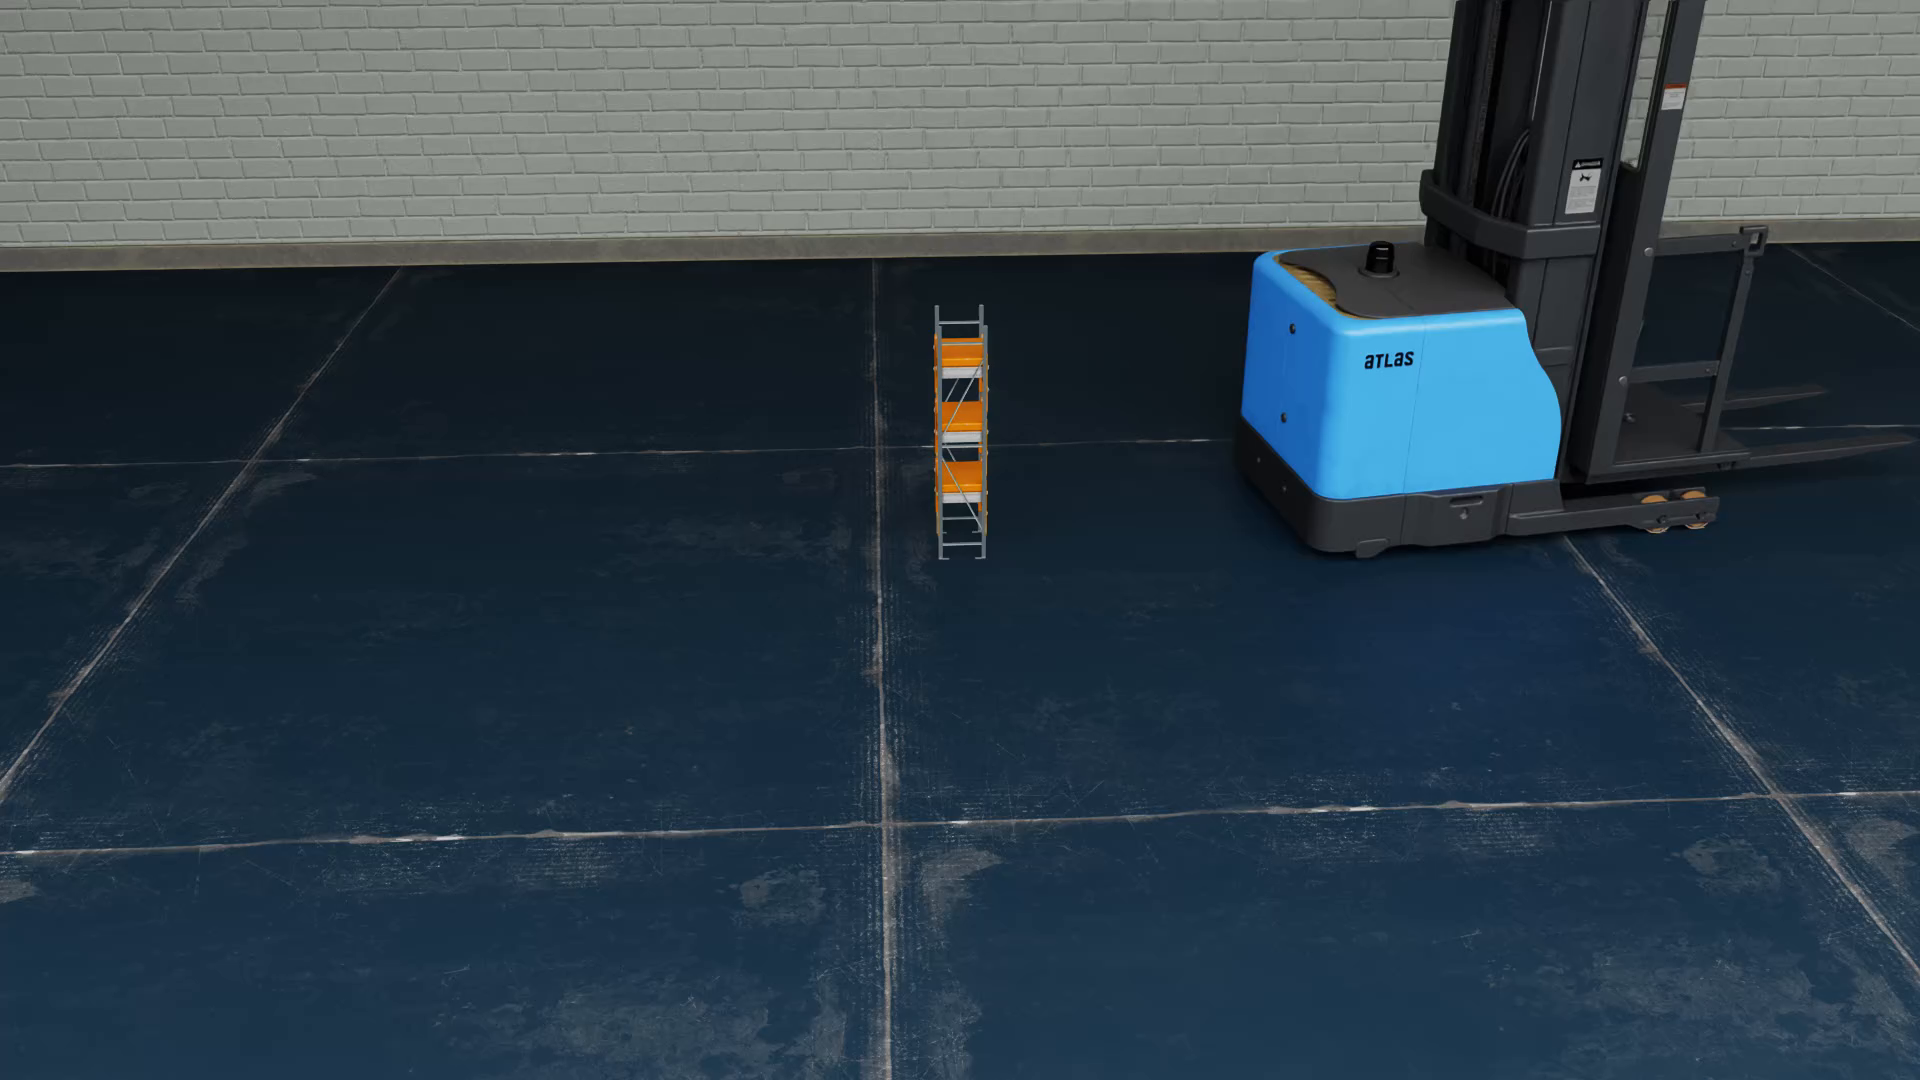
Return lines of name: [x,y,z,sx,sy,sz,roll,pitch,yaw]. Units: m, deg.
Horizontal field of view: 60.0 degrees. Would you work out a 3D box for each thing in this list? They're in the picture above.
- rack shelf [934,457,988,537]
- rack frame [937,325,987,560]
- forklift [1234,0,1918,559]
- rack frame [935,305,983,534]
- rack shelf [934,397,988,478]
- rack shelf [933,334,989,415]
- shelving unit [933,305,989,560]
rack shelf: [0.003,-0.185,7.093,0.215,0.259,0.240,-1,28,-3]
rack frame: [0.009,-0.384,6.852,0.200,1.050,0.008,-1,28,-3]
forklift: [2.859,-1.560,7.072,3.031,2.935,1.130,-6,28,-11]
rack frame: [-0.004,-0.497,7.068,0.200,1.050,0.008,-1,28,-3]
rack shelf: [0.003,-0.431,6.965,0.215,0.259,0.240,-1,28,-3]
rack shelf: [0.003,-0.683,6.834,0.215,0.259,0.240,-1,28,-3]
shelving unit: [0.003,-0.441,6.960,0.215,1.050,0.252,-1,28,-3]
